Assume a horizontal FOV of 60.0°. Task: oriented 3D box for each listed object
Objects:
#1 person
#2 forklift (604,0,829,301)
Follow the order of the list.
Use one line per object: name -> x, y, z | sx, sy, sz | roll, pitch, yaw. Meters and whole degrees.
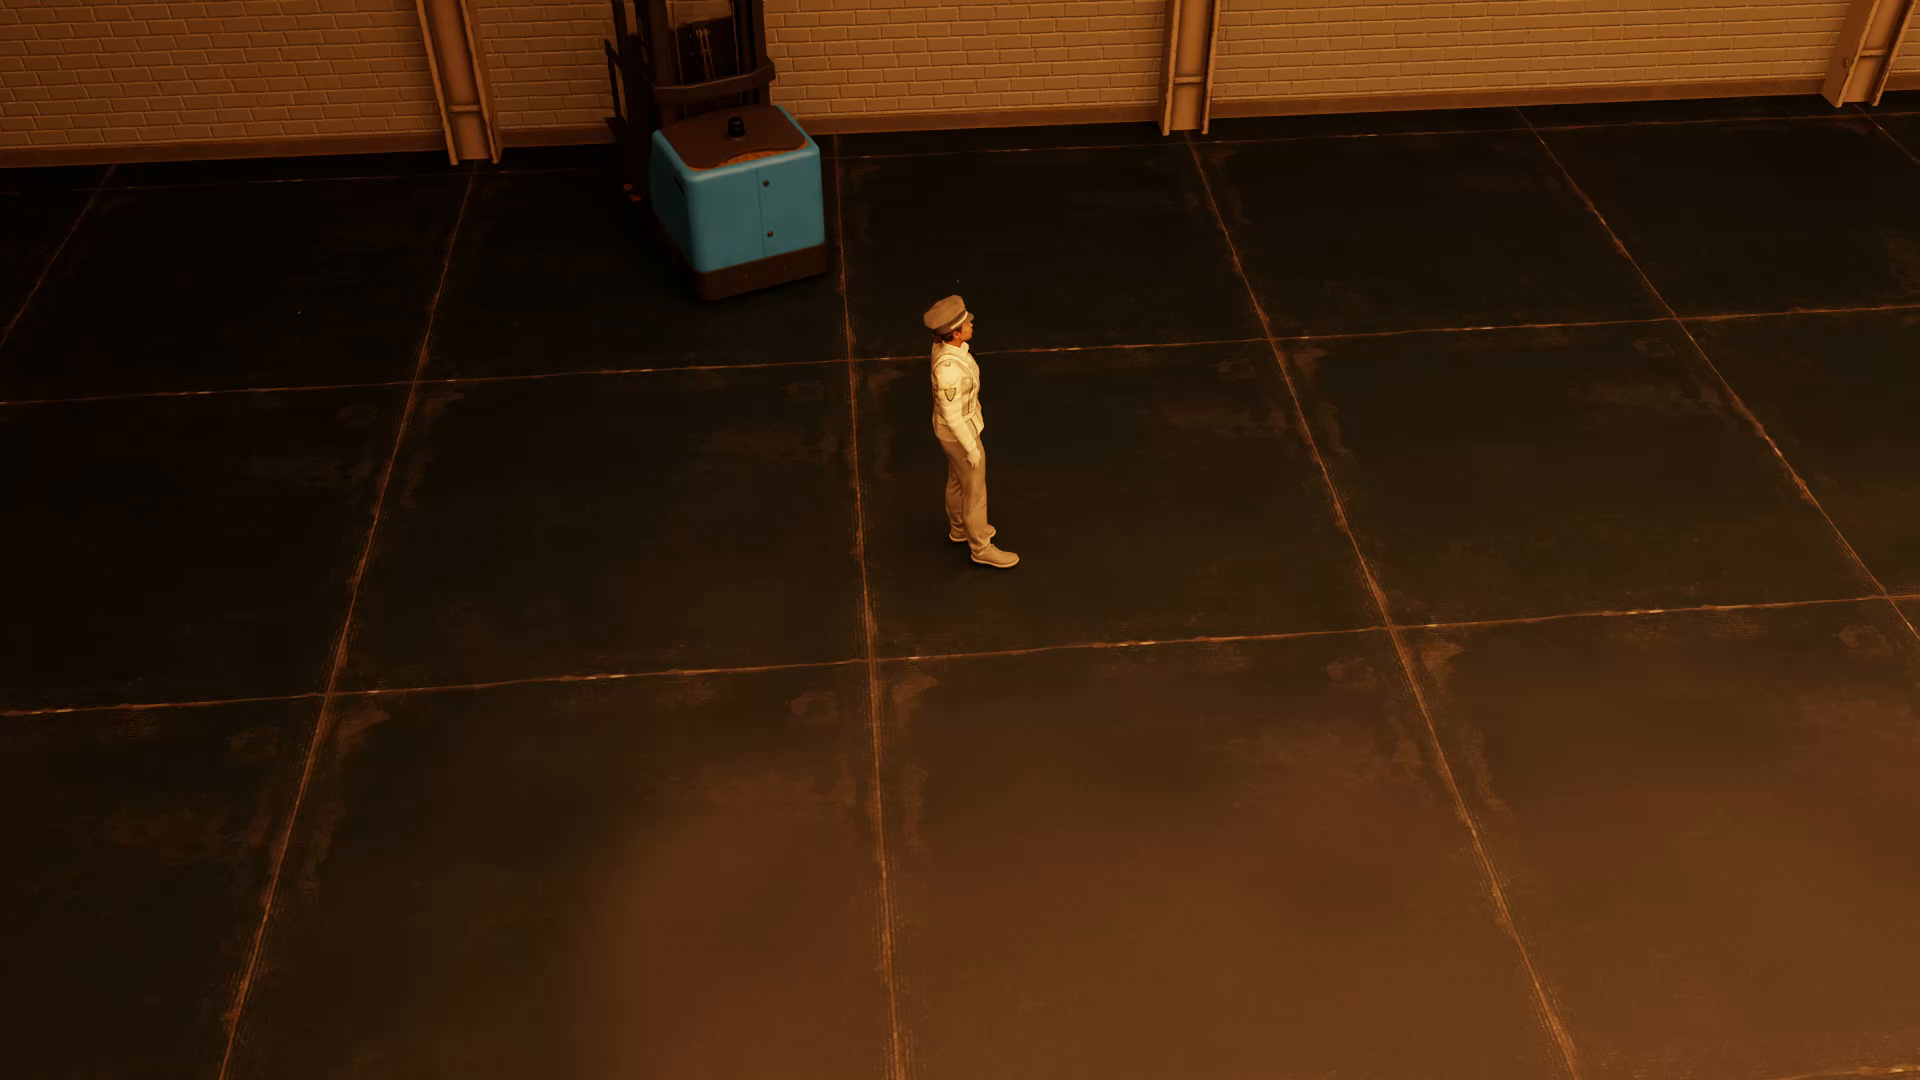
person -> 0.069, -0.649, 9.637 | 0.531, 1.695, 0.588 | -3, 41, -4
forklift -> -2.082, -3.809, 12.392 | 1.130, 2.935, 3.031 | -18, 44, -19
